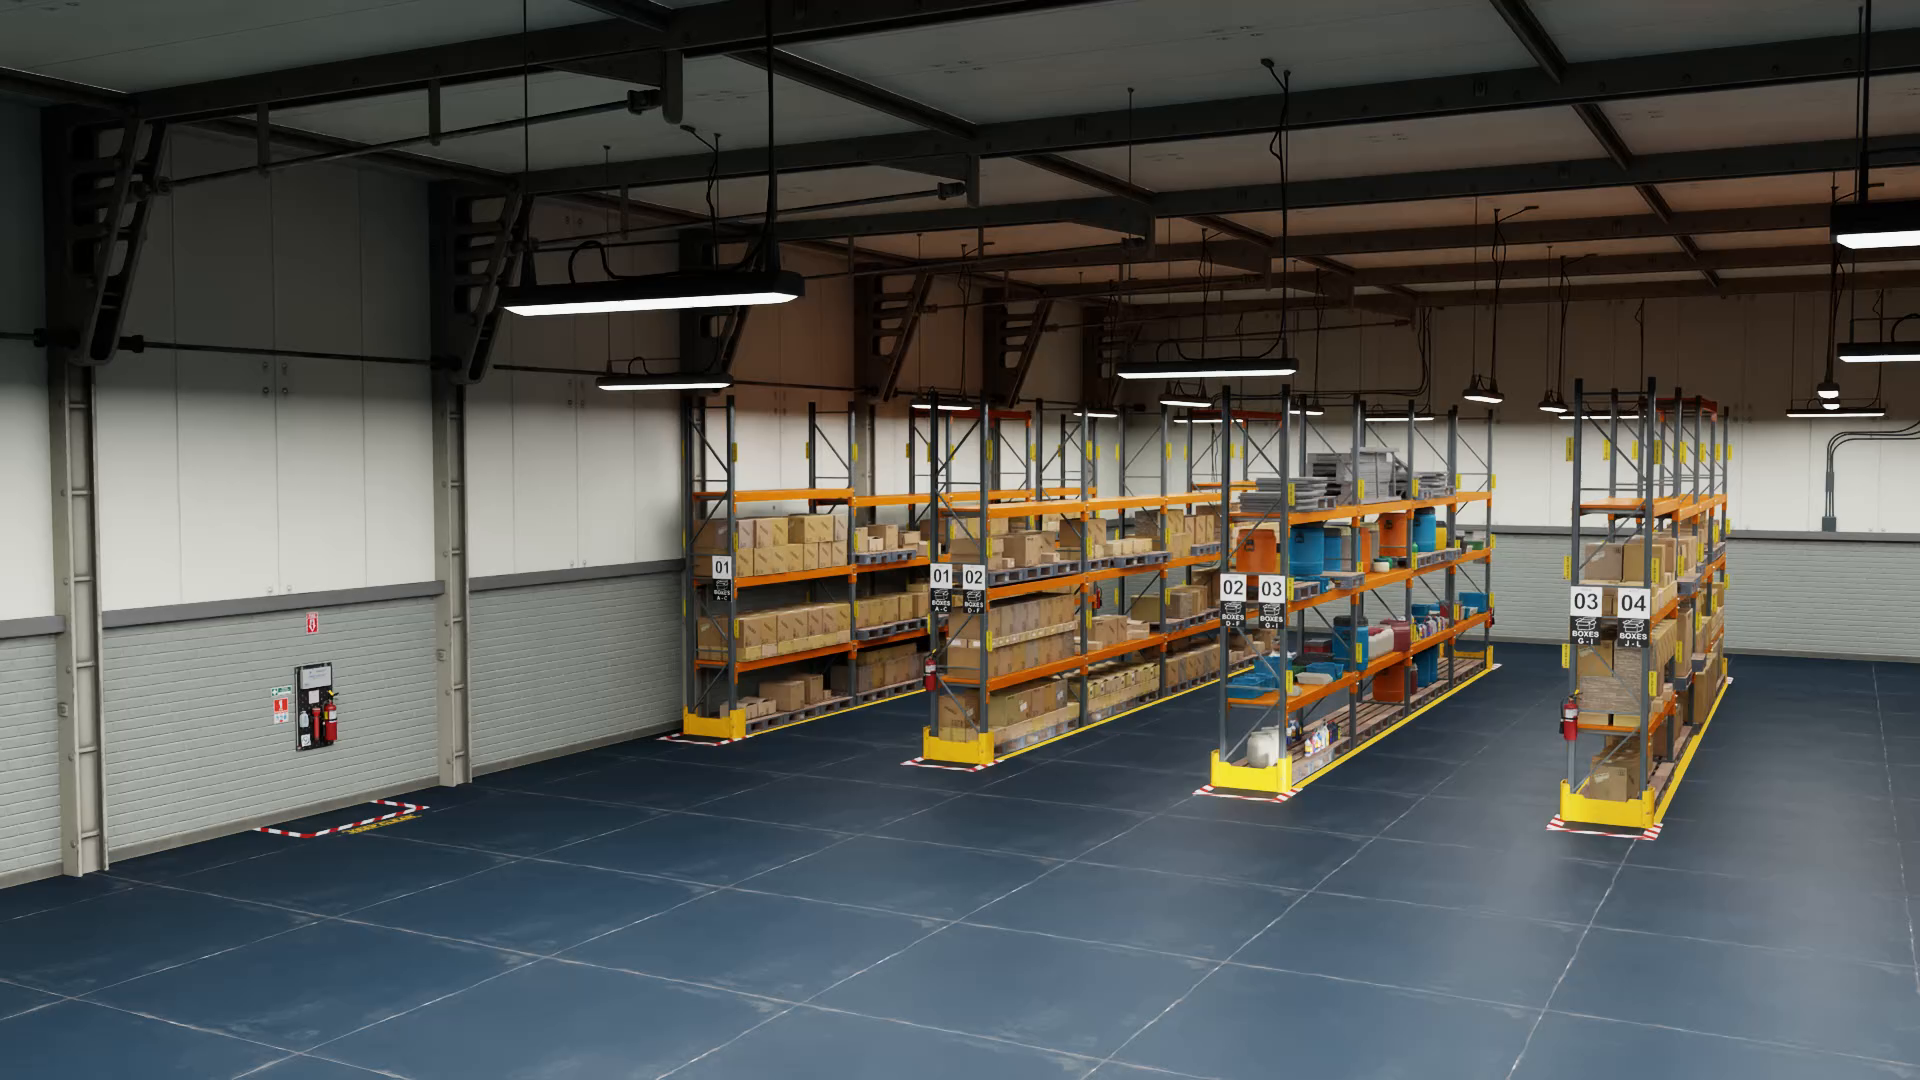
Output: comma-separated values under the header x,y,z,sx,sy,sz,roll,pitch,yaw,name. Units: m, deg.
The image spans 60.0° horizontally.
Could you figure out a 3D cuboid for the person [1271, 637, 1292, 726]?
x,y,z,sx,sy,sz,roll,pitch,yaw,name
5.726,2.597,30.035,0.630,1.673,0.605,-2,4,-33,person
